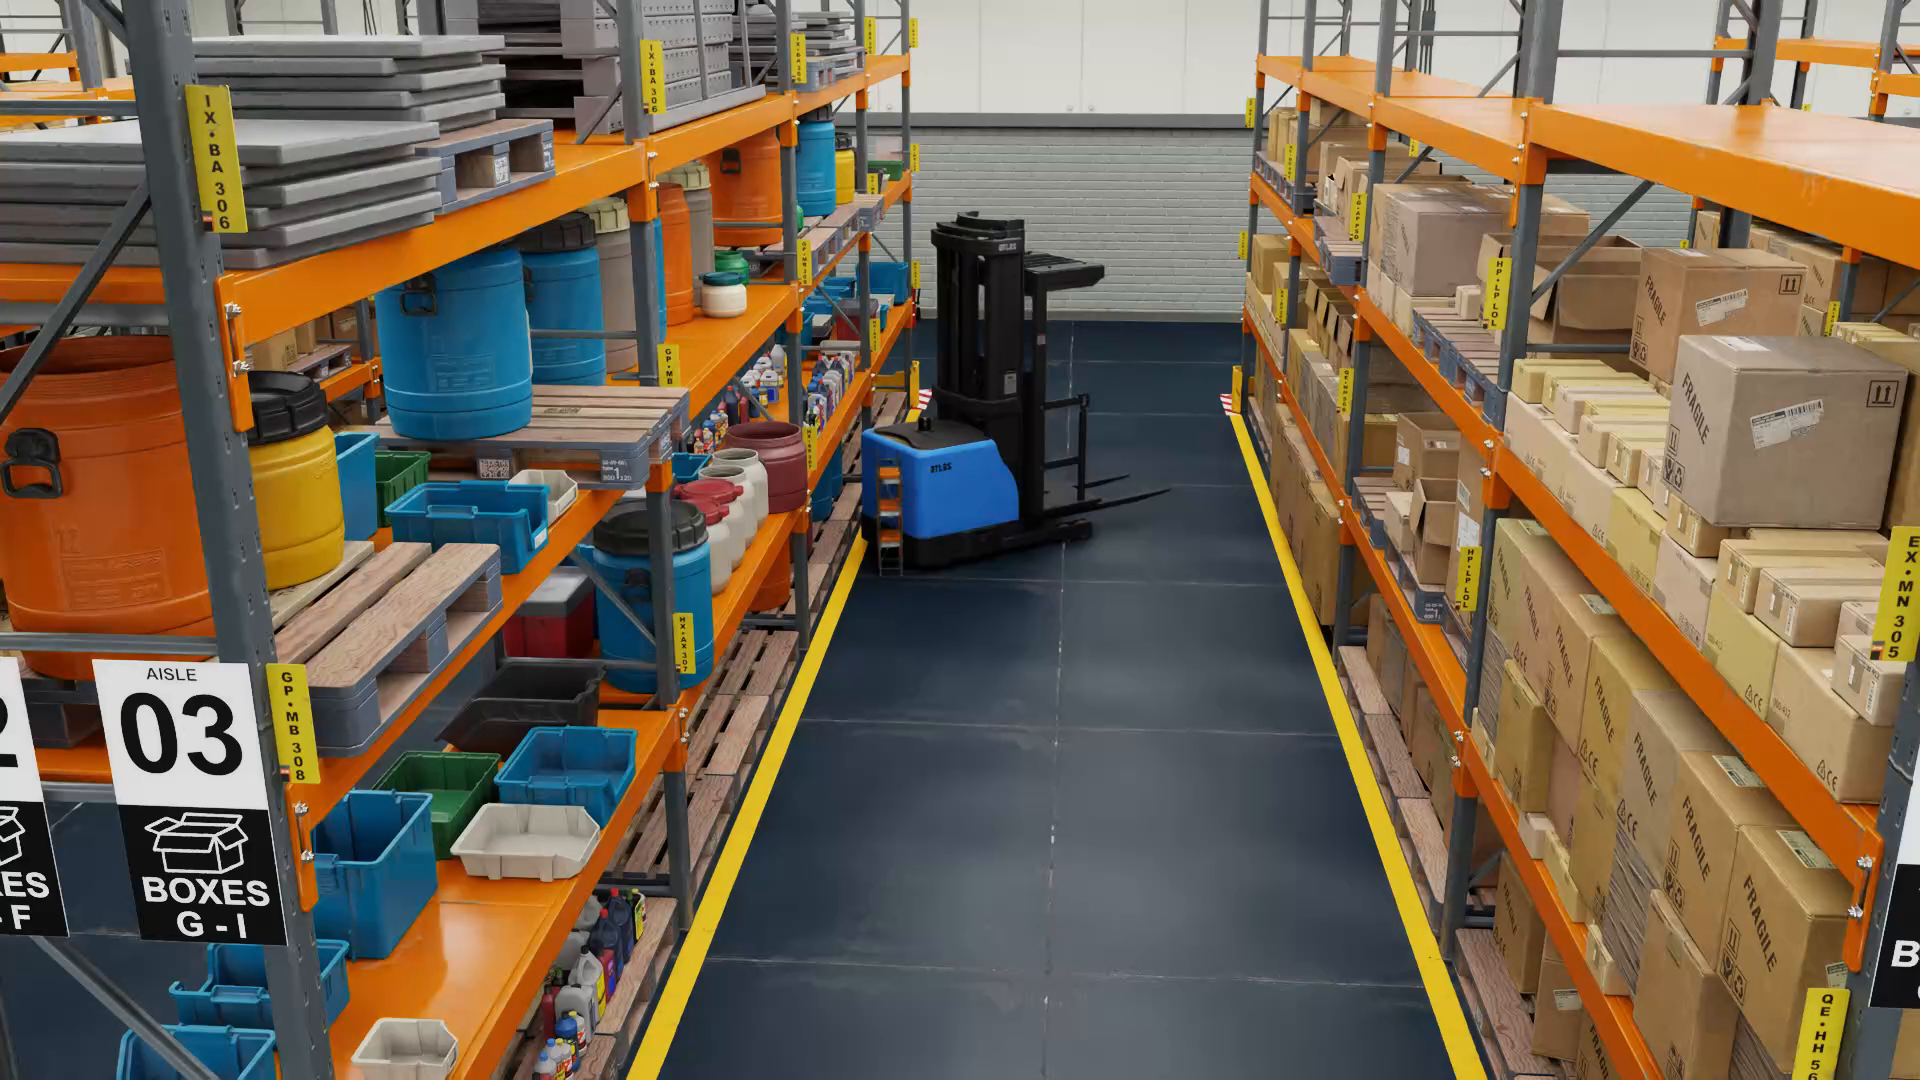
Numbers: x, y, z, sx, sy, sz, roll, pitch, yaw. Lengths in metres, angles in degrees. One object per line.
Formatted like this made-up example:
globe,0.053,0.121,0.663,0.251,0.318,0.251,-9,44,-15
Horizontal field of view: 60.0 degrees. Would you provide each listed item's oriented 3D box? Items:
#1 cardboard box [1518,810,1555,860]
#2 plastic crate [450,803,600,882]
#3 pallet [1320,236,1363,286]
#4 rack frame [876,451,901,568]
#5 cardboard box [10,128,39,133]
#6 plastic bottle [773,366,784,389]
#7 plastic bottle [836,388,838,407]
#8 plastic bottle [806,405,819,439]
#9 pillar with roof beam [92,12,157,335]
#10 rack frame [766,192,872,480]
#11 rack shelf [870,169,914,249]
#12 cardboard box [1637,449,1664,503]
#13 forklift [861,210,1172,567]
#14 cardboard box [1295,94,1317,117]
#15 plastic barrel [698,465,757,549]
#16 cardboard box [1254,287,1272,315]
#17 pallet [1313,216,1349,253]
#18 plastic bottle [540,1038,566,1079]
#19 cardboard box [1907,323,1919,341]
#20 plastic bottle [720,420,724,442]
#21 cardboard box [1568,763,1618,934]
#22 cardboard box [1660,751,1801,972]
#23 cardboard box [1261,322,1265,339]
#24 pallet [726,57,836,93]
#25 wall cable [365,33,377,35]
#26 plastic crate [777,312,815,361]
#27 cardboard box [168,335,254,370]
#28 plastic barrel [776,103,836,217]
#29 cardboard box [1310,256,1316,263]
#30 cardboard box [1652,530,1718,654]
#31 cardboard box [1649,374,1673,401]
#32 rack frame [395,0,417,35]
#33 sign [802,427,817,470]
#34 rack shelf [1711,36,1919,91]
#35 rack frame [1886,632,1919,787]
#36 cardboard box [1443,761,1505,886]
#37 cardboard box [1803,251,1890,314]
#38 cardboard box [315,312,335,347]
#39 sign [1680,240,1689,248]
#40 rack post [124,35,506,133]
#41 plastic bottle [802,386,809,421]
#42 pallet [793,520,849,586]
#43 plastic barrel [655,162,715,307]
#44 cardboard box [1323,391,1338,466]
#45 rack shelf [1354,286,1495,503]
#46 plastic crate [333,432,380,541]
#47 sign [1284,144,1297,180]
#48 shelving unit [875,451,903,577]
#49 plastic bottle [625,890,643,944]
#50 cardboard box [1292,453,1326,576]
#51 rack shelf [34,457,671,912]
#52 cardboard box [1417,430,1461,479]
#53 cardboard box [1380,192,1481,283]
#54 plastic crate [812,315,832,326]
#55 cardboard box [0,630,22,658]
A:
cardboard box,2.597,1.238,7.059,0.380,0.149,0.250,1,18,4
plastic crate,-1.803,1.273,6.972,0.530,0.136,0.437,1,18,4
pallet,3.281,-2.031,12.117,1.213,0.211,1.003,2,18,6
rack frame,-0.619,-0.261,14.360,0.200,1.050,0.008,-2,18,-6
cardboard box,-10.785,-4.517,18.806,0.500,0.250,0.500,1,18,2
plastic bottle,-1.680,-1.507,15.350,0.097,0.201,0.097,0,18,0
plastic bottle,-1.125,-1.275,14.642,0.097,0.201,0.097,0,18,0
plastic bottle,-1.205,-0.963,13.578,0.097,0.271,0.097,0,18,0
pillar with roof beam,-7.336,-6.923,21.927,9.100,9.000,0.400,1,18,4
rack frame,-1.366,-1.847,16.070,1.000,3.000,0.127,1,18,4
rack shelf,-1.223,-3.552,17.610,1.077,0.370,4.000,1,18,4
cardboard box,2.630,-0.215,5.872,0.380,0.149,0.250,2,18,5
forklift,0.608,-1.493,15.101,3.031,2.935,1.130,-12,22,-33
cardboard box,3.706,-4.428,16.929,0.500,0.250,0.500,1,18,2
plastic barrel,-1.544,-0.203,10.872,0.421,0.512,0.421,0,18,0
cardboard box,3.487,-2.588,18.095,0.500,0.250,0.500,1,18,2
pallet,3.358,-2.378,13.177,1.003,0.211,1.213,2,18,6
plastic bottle,-1.754,2.274,7.169,0.097,0.271,0.097,0,18,0
cardboard box,8.680,-1.828,14.786,0.380,0.149,0.250,2,18,6
plastic bottle,-1.972,-0.904,13.510,0.097,0.201,0.097,0,18,0
cardboard box,2.823,1.164,6.242,0.875,0.500,0.500,1,18,4
cardboard box,2.537,0.995,5.153,0.500,0.500,0.500,1,18,4
cardboard box,3.380,-2.197,17.542,0.380,0.149,0.250,2,18,5
pallet,-1.570,-3.399,12.118,1.213,0.211,1.003,1,18,4
wall cable,-10.199,-6.434,25.422,3.097,2.526,0.112,1,18,4
plastic crate,-1.673,-2.021,16.529,0.392,0.384,0.575,1,18,4
cardboard box,-6.405,-1.441,13.997,0.700,0.500,0.500,5,19,14
plastic barrel,-1.336,-3.177,13.831,0.600,0.901,0.708,1,18,4
cardboard box,4.088,-3.248,18.904,0.500,0.500,0.500,2,18,5
cardboard box,2.573,0.167,5.347,0.500,0.250,0.500,2,18,5
cardboard box,3.155,-0.607,7.069,0.380,0.149,0.250,1,18,5
rack frame,-6.020,-6.052,19.268,1.000,3.000,0.127,1,18,4
sign,-1.104,-0.672,12.222,0.100,0.325,0.005,1,18,4
rack shelf,8.657,-4.723,16.373,1.077,0.370,4.000,1,18,4
rack frame,2.714,-0.860,3.424,1.000,3.000,0.127,1,18,4
cardboard box,3.066,1.537,9.051,0.700,0.500,0.500,0,18,0
cardboard box,8.278,-2.410,15.545,0.500,0.500,0.500,1,18,2
cardboard box,-6.527,-2.167,16.886,0.500,0.500,0.500,2,18,5
sign,8.260,-3.260,18.992,0.100,0.325,0.005,1,18,4
rack post,-2.119,-1.538,5.612,0.937,0.300,0.954,1,18,3
plastic bottle,-1.346,-1.150,14.023,0.144,0.351,0.185,1,18,4
pallet,-1.548,0.097,14.616,1.003,0.211,1.213,1,18,4
plastic barrel,-1.928,-2.018,10.970,0.600,0.901,0.600,0,18,0
cardboard box,3.117,-0.855,12.882,0.500,0.500,0.500,1,18,3
rack shelf,3.144,-0.957,9.690,1.077,0.370,4.000,1,18,4
plastic crate,-2.390,-0.137,6.059,0.392,0.384,0.575,1,18,4
sign,3.020,-3.457,15.209,0.100,0.325,0.005,1,18,4
shelving unit,-0.606,-0.223,14.245,0.215,1.050,0.252,-2,18,-6
plastic bottle,-1.645,1.876,8.363,0.061,0.283,0.133,2,18,7
cardboard box,3.429,-0.175,13.704,1.225,0.875,0.875,1,18,4
rack shelf,-2.083,0.175,6.236,1.077,0.370,4.000,1,18,4
cardboard box,3.348,-0.397,10.810,0.700,0.500,0.500,4,19,12
cardboard box,2.957,-1.907,10.472,0.500,0.500,0.500,1,18,4
plastic crate,-1.541,-2.298,17.773,0.293,0.136,0.466,1,18,4
cardboard box,-6.493,0.766,10.935,0.500,0.311,0.500,2,18,5
